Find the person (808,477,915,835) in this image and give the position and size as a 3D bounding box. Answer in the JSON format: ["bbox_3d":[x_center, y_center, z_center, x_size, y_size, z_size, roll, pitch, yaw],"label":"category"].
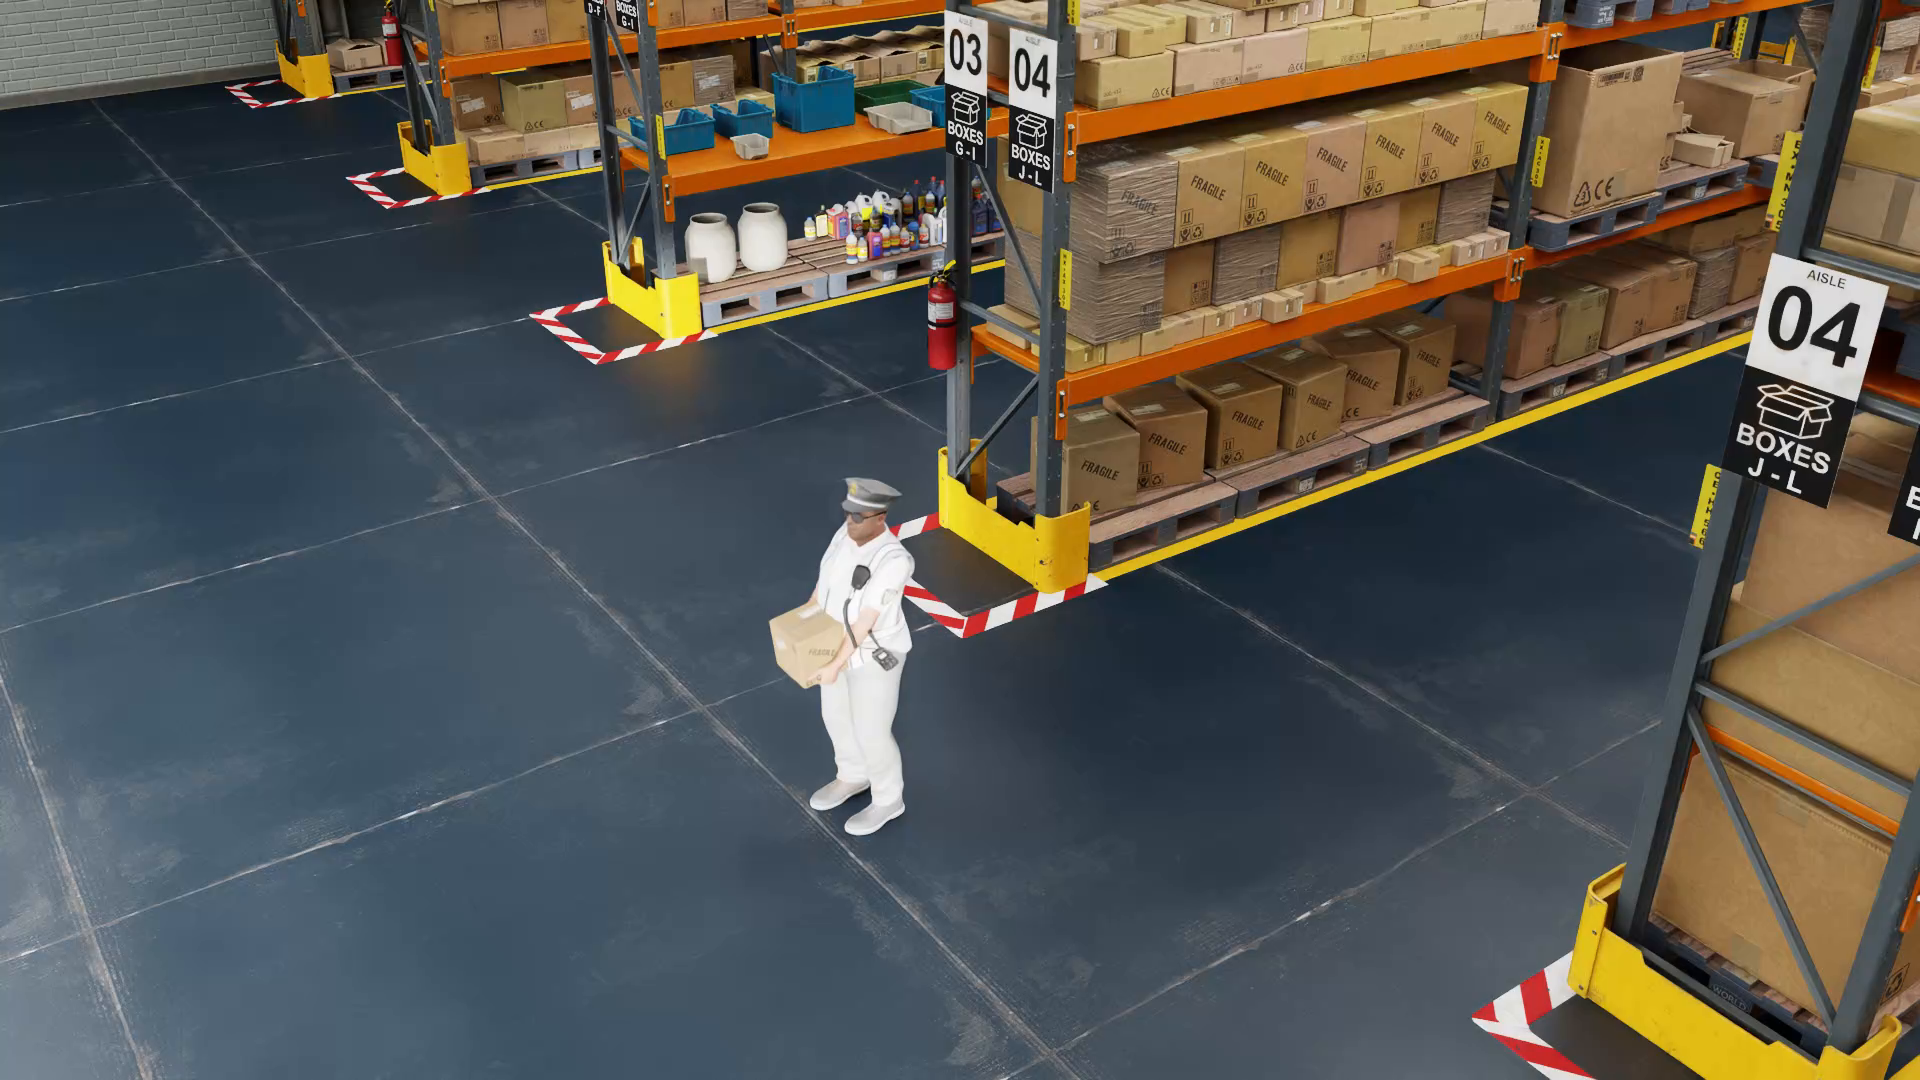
[{"bbox_3d":[-0.509,0.532,7.617,0.565,1.770,0.492,-18,33,-30],"label":"person"}]
